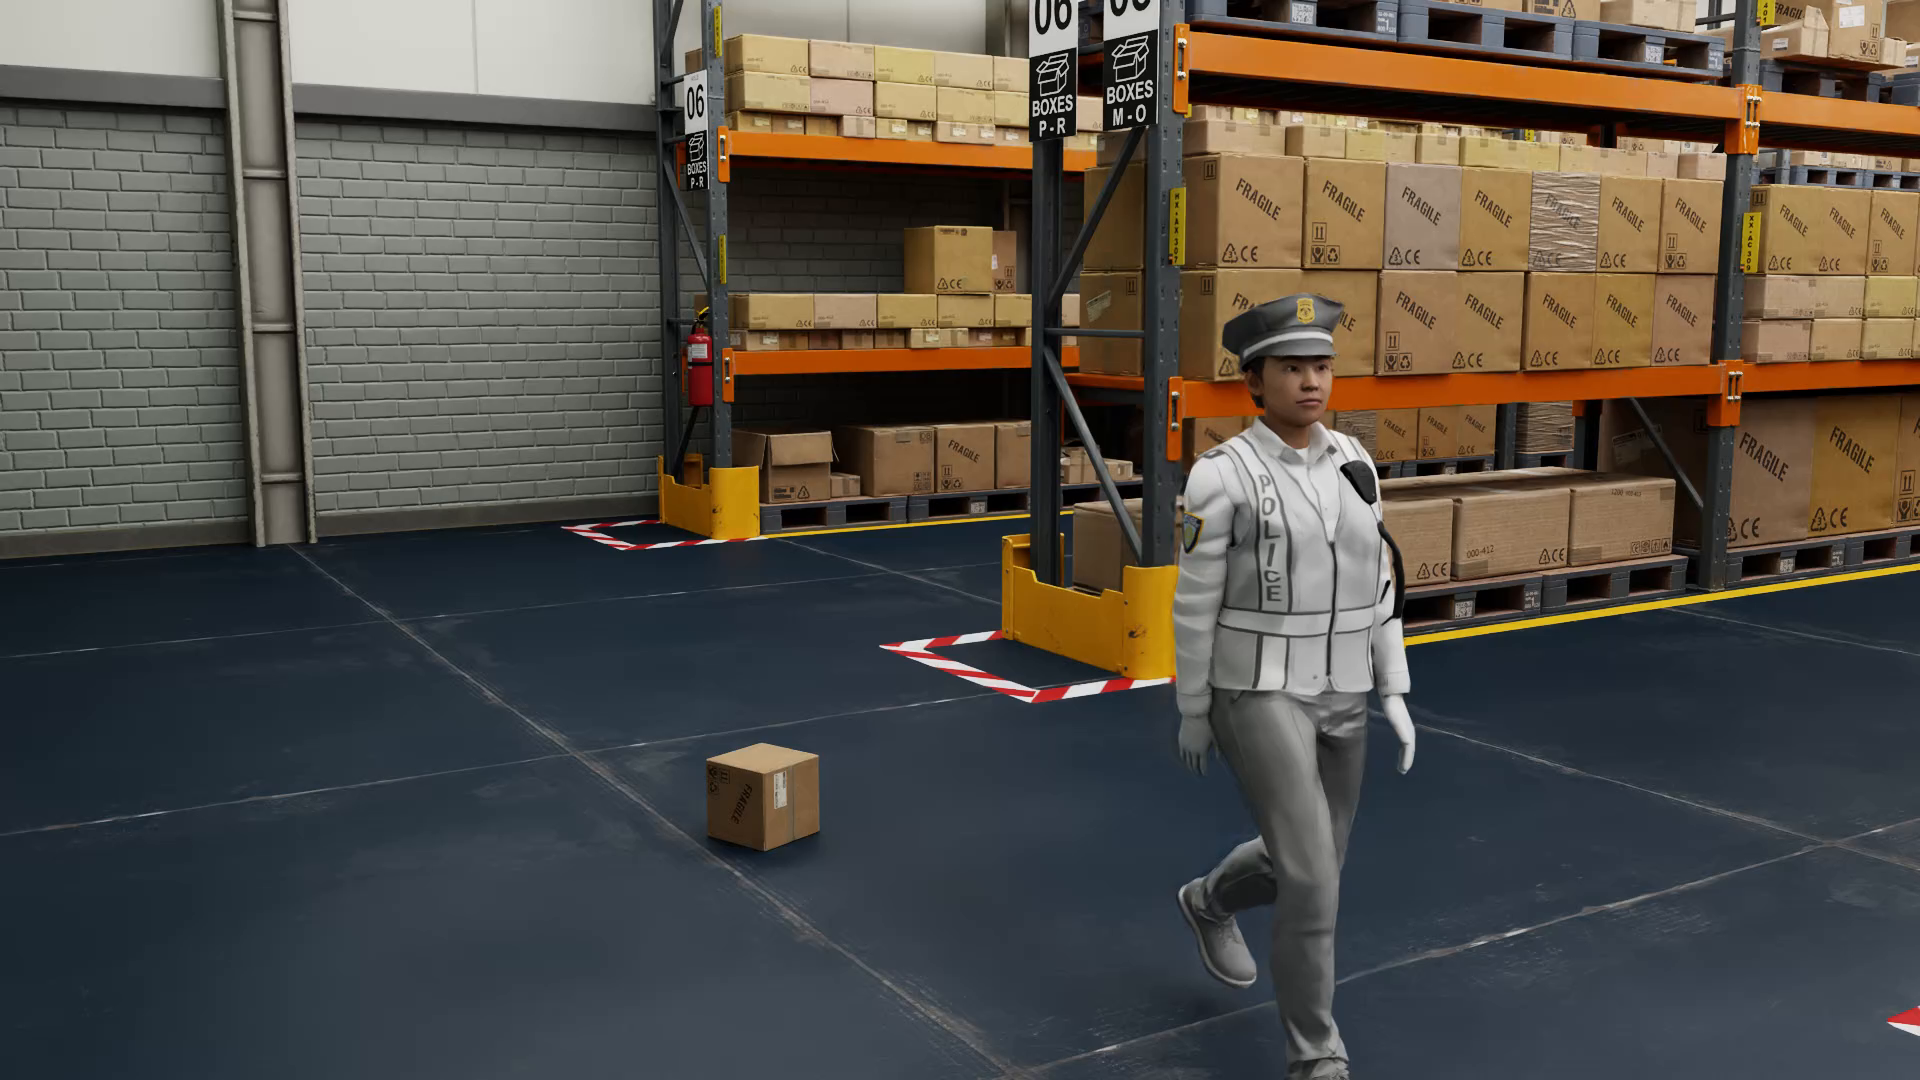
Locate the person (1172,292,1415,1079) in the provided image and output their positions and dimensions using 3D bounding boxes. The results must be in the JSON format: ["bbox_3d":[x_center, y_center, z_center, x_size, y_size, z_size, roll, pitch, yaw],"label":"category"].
[{"bbox_3d":[0.678,0.311,3.506,0.476,1.648,0.901,-4,9,-27],"label":"person"}]
